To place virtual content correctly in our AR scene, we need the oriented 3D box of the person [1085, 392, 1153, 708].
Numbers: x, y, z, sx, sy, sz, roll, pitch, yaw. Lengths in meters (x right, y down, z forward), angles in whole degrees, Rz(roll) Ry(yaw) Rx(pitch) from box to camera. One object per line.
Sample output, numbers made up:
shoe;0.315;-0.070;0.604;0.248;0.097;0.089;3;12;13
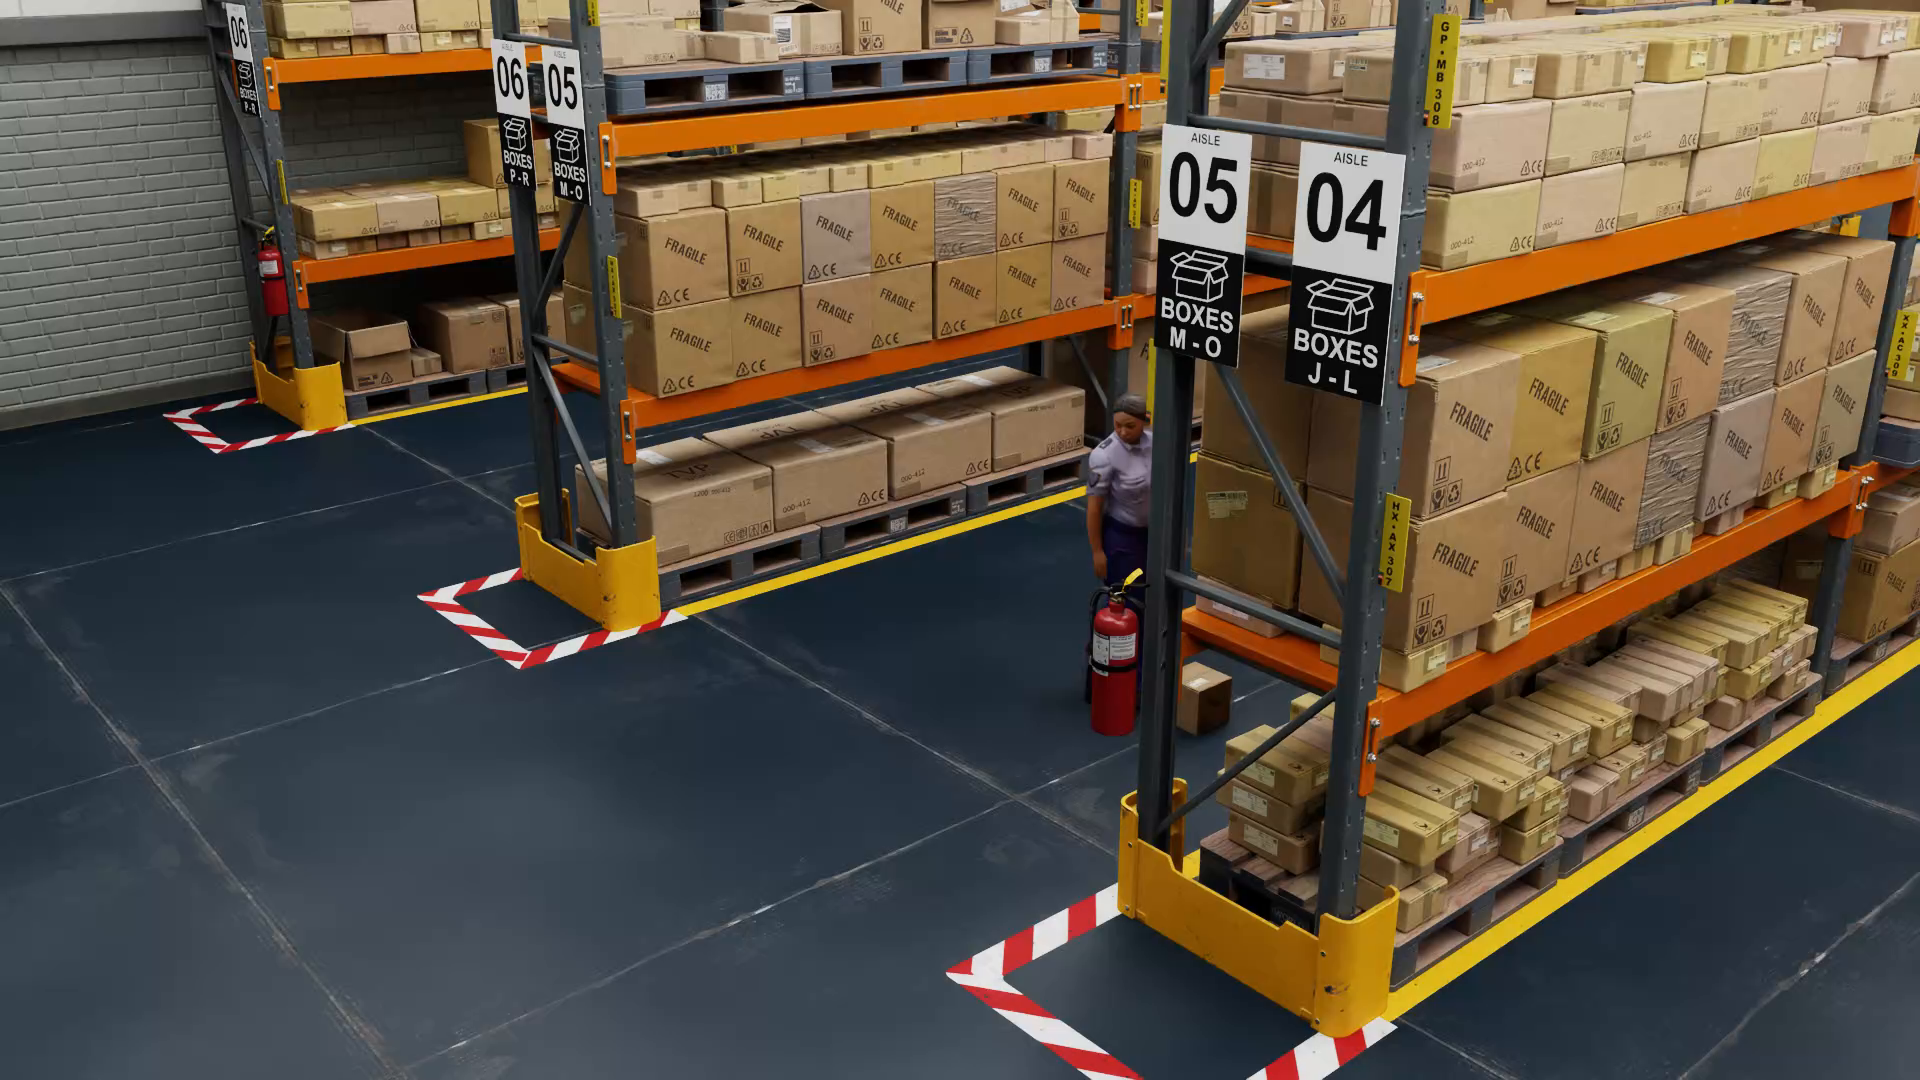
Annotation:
person;0.898;0.027;8.517;0.733;1.618;0.509;19;28;40
